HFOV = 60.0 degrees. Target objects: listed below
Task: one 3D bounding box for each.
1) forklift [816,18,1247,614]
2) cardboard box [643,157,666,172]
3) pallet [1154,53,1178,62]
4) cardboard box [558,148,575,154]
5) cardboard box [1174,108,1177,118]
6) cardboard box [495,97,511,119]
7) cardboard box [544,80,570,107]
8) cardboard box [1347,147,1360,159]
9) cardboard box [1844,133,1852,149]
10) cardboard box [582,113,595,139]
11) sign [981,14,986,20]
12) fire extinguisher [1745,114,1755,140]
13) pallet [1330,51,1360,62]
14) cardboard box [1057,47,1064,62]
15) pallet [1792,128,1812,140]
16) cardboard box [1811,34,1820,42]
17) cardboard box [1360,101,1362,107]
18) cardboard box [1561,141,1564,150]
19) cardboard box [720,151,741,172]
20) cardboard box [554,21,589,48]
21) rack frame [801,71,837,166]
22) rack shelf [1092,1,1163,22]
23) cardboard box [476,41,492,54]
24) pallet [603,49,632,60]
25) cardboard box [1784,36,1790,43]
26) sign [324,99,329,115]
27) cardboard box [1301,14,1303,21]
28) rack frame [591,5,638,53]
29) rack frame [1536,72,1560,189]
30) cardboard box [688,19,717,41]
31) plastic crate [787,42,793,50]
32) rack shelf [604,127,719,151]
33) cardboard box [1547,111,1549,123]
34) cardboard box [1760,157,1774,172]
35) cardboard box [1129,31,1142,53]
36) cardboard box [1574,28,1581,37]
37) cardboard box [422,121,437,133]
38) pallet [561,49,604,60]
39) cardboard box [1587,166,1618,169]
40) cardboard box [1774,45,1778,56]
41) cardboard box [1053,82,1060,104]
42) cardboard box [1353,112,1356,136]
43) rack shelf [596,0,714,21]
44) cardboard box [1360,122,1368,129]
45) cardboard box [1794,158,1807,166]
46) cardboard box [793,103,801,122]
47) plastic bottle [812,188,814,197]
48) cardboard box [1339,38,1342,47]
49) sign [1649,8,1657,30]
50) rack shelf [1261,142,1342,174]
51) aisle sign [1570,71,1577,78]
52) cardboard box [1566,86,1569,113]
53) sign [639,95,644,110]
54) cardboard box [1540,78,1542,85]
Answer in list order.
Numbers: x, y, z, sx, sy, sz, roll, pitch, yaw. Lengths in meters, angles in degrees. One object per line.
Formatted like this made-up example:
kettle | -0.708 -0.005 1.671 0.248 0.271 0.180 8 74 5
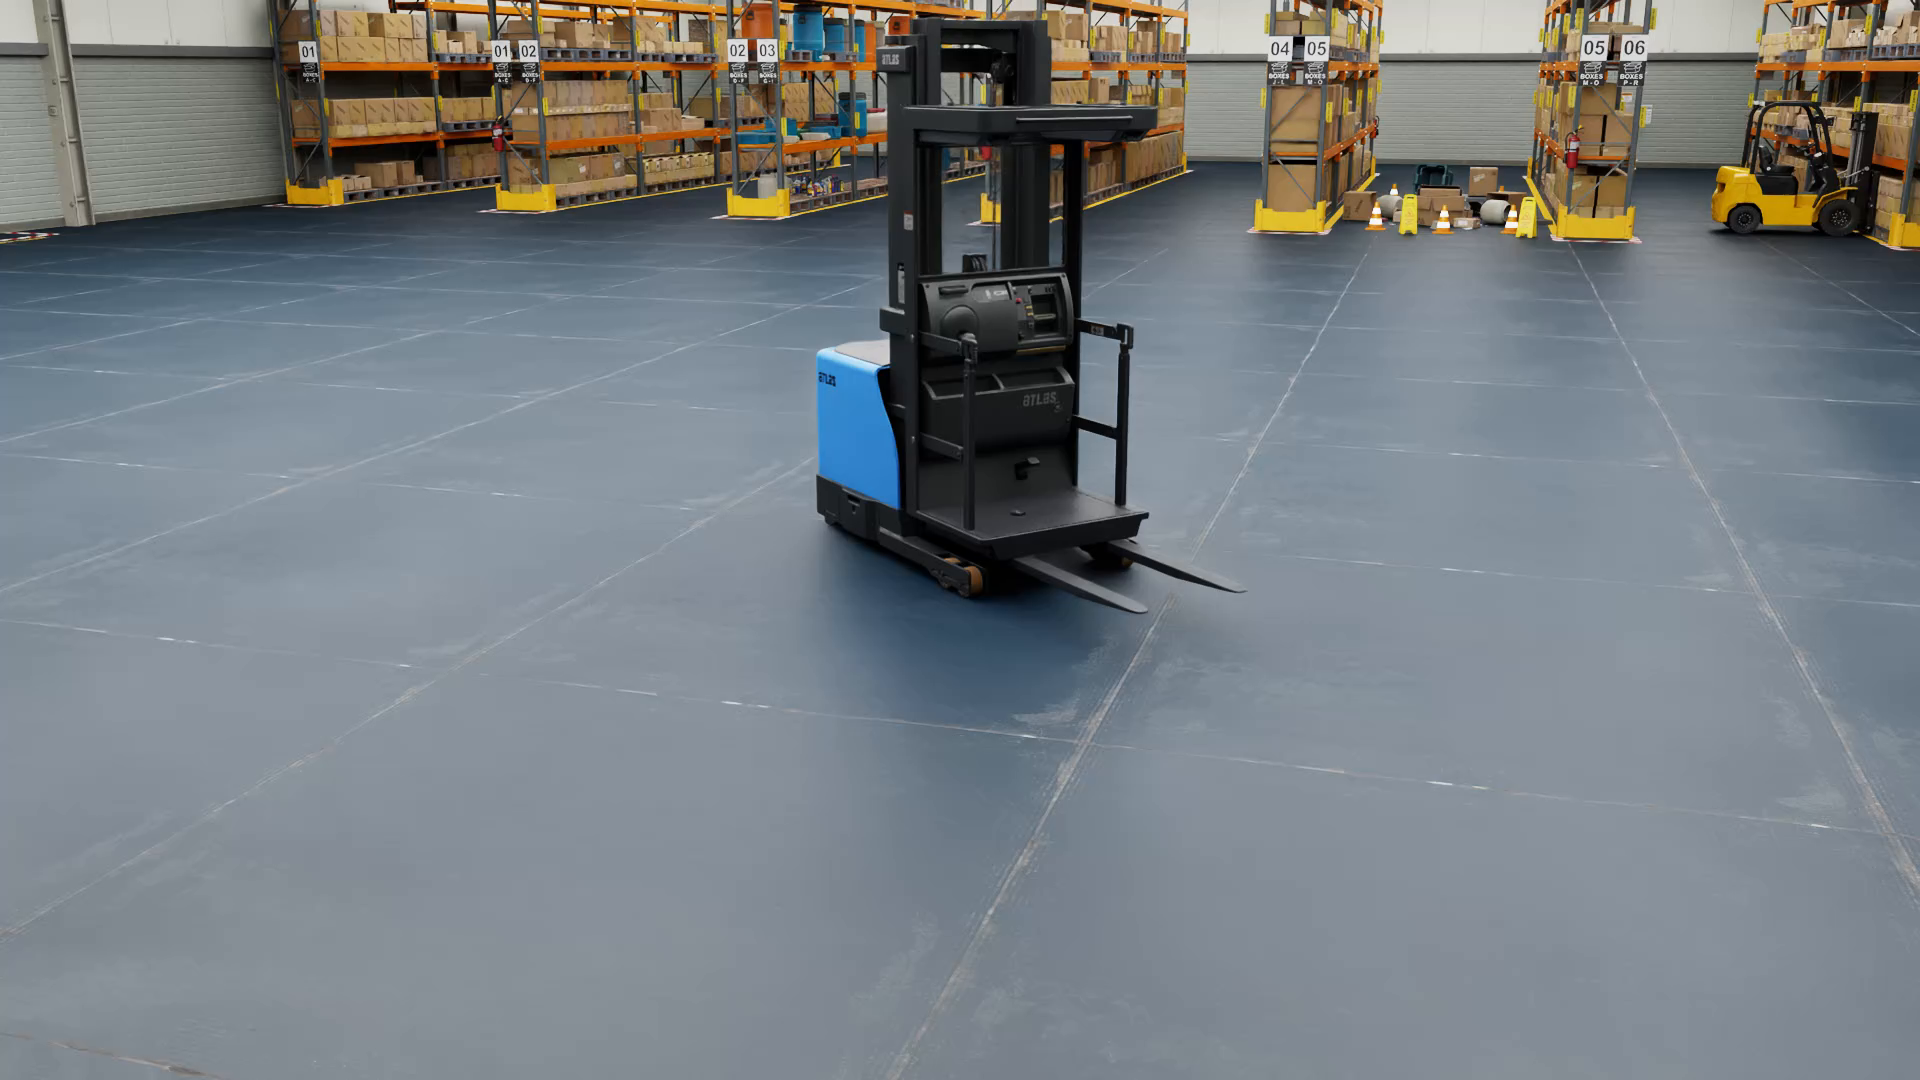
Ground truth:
forklift | 0.327 -1.252 8.873 1.130 2.935 3.031 -10 18 -30
cardboard box | -6.903 -8.385 37.136 0.500 0.311 0.500 4 16 15
pallet | 4.954 -12.272 42.265 1.003 0.211 1.213 5 16 16
cardboard box | -10.431 -10.025 42.847 0.750 0.750 0.750 5 16 16
cardboard box | 5.328 -11.045 43.001 0.500 0.250 0.500 4 16 14
cardboard box | -11.278 -10.434 40.129 0.700 0.500 0.500 3 16 11
cardboard box | -8.240 -8.915 33.204 0.700 0.500 0.500 4 16 14
cardboard box | 8.825 -8.802 37.803 0.500 0.250 0.500 4 16 13
cardboard box | 16.244 -7.175 29.903 0.500 0.250 0.500 5 17 17
cardboard box | -7.962 -8.545 34.274 0.700 0.500 0.500 5 17 18
sign | 0.427 -9.118 29.360 0.100 0.325 0.005 5 16 16
fire extinguisher | 19.360 -10.092 40.739 0.296 0.674 0.183 5 16 16
pallet | 7.506 -9.770 33.626 1.003 0.211 1.213 5 17 18
cardboard box | 1.623 -8.943 30.638 0.500 0.250 0.500 5 16 16
pallet | 17.613 -8.232 33.707 1.213 0.211 1.003 5 16 16
cardboard box | 17.601 -10.234 33.914 0.380 0.149 0.250 4 16 15
cardboard box | 9.163 -10.177 38.812 0.380 0.149 0.250 5 17 18
cardboard box | 10.822 -6.967 29.354 0.380 0.149 0.250 5 17 16
cardboard box | -5.724 -9.307 40.918 0.500 0.500 0.500 4 16 14
cardboard box | -7.810 -10.144 33.390 0.500 0.500 0.500 5 16 16
rack frame | -3.997 -12.156 47.190 1.000 3.000 0.127 5 16 16
rack shelf | 3.795 -12.165 38.278 1.077 0.370 4.000 5 16 16
cardboard box | -11.478 -11.617 39.565 0.797 0.503 0.637 7 17 24
pallet | -7.625 -10.192 34.930 1.003 0.211 1.213 5 16 16
cardboard box | 18.119 -10.859 36.083 0.380 0.149 0.250 5 17 17
sign | -12.774 -8.728 33.516 0.100 0.325 0.005 5 16 16
cardboard box | 5.884 -9.259 29.526 0.380 0.149 0.250 5 17 16
rack frame | -7.407 -11.903 35.303 1.000 3.000 0.127 5 16 16
rack frame | 13.865 -9.572 38.079 1.000 3.000 0.127 5 16 16
cardboard box | -6.140 -12.149 39.652 0.500 0.500 0.500 5 16 16
plastic crate | -3.542 -9.543 32.508 0.392 0.384 0.575 5 16 16
rack shelf | -6.839 -9.194 38.064 1.077 0.370 4.000 5 16 16
cardboard box | 12.764 -8.975 35.332 0.500 0.250 0.500 4 16 14
cardboard box | 18.922 -8.589 38.425 0.700 0.500 0.500 4 16 14
cardboard box | 3.787 -11.525 38.509 0.797 0.503 0.637 4 16 15
cardboard box | 10.671 -8.653 28.343 0.380 0.149 0.250 5 17 17
cardboard box | -12.002 -9.190 36.970 0.500 0.250 0.500 5 16 16
pallet | -7.973 -9.874 33.809 1.003 0.211 1.213 5 16 16
cardboard box | 11.680 -6.543 30.297 0.500 0.500 0.500 4 16 15
cardboard box | 18.816 -11.118 37.761 0.500 0.250 0.500 5 17 17
cardboard box | 1.519 -8.126 30.422 0.500 0.500 0.500 5 16 16
cardboard box | 8.083 -8.792 35.147 0.500 0.500 0.500 5 16 16
rack shelf | -6.839 -11.888 37.300 1.077 0.370 4.000 5 16 16
cardboard box | 9.484 -9.857 39.546 0.380 0.149 0.250 5 17 18
cardboard box | 17.789 -7.947 34.972 0.380 0.149 0.250 4 16 13
cardboard box | -4.585 -11.404 44.356 0.500 0.500 0.500 5 17 17
plastic bottle | -2.952 -6.928 33.079 0.097 0.201 0.097 0 16 0
cardboard box | 6.659 -8.955 29.916 0.380 0.149 0.250 4 16 15
sign | 10.975 -8.254 26.334 0.100 0.325 0.005 5 16 16
rack shelf | 6.248 -6.967 30.214 1.077 0.370 4.000 5 16 16
aisle sign | 15.319 -11.864 41.396 0.394 0.787 0.004 5 16 16
cardboard box | 10.541 -7.387 27.816 0.700 0.500 0.500 5 17 16
sign | -6.874 -9.429 35.842 0.100 0.325 0.005 5 16 16
cardboard box | 14.445 -11.255 40.809 0.380 0.149 0.250 5 17 18
